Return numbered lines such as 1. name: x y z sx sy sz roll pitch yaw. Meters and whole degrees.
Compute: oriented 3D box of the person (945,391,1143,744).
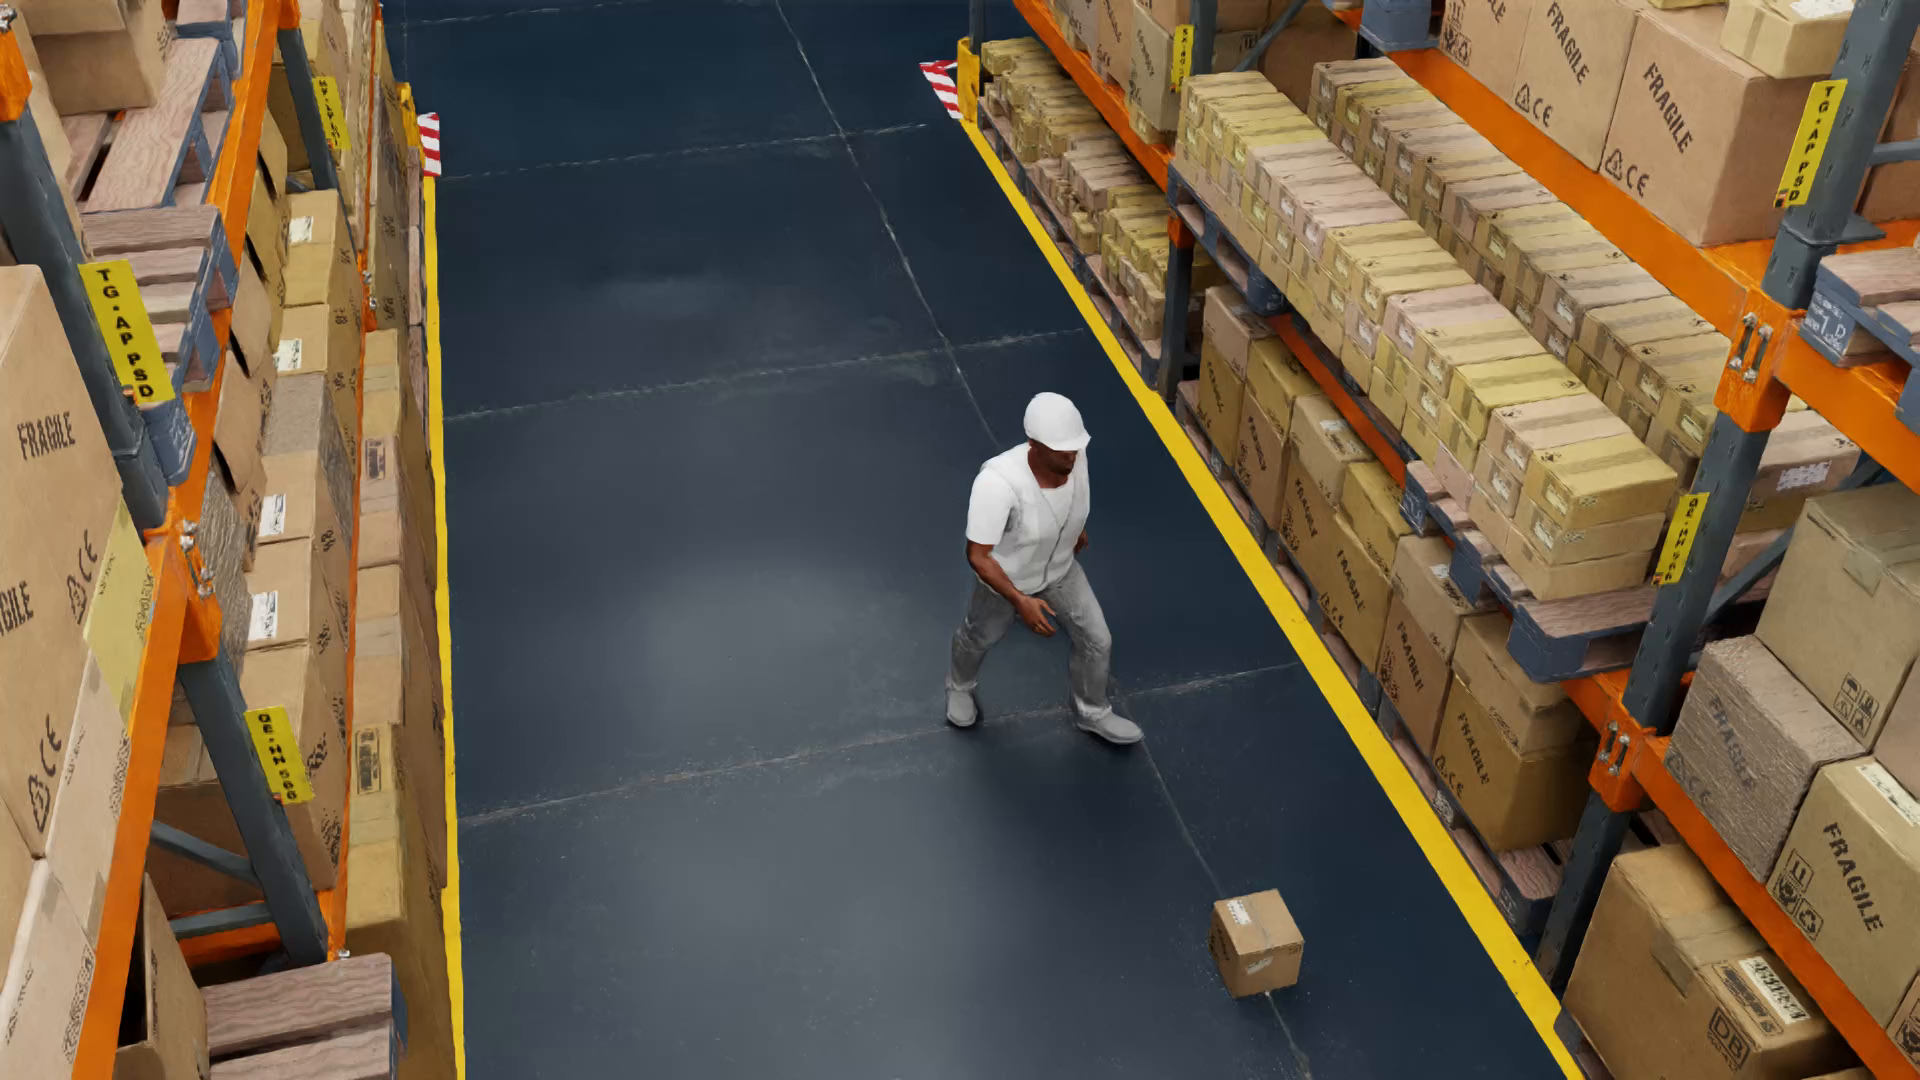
1. person: 0.282 0.110 6.575 0.701 1.706 0.789 -22 43 -25
